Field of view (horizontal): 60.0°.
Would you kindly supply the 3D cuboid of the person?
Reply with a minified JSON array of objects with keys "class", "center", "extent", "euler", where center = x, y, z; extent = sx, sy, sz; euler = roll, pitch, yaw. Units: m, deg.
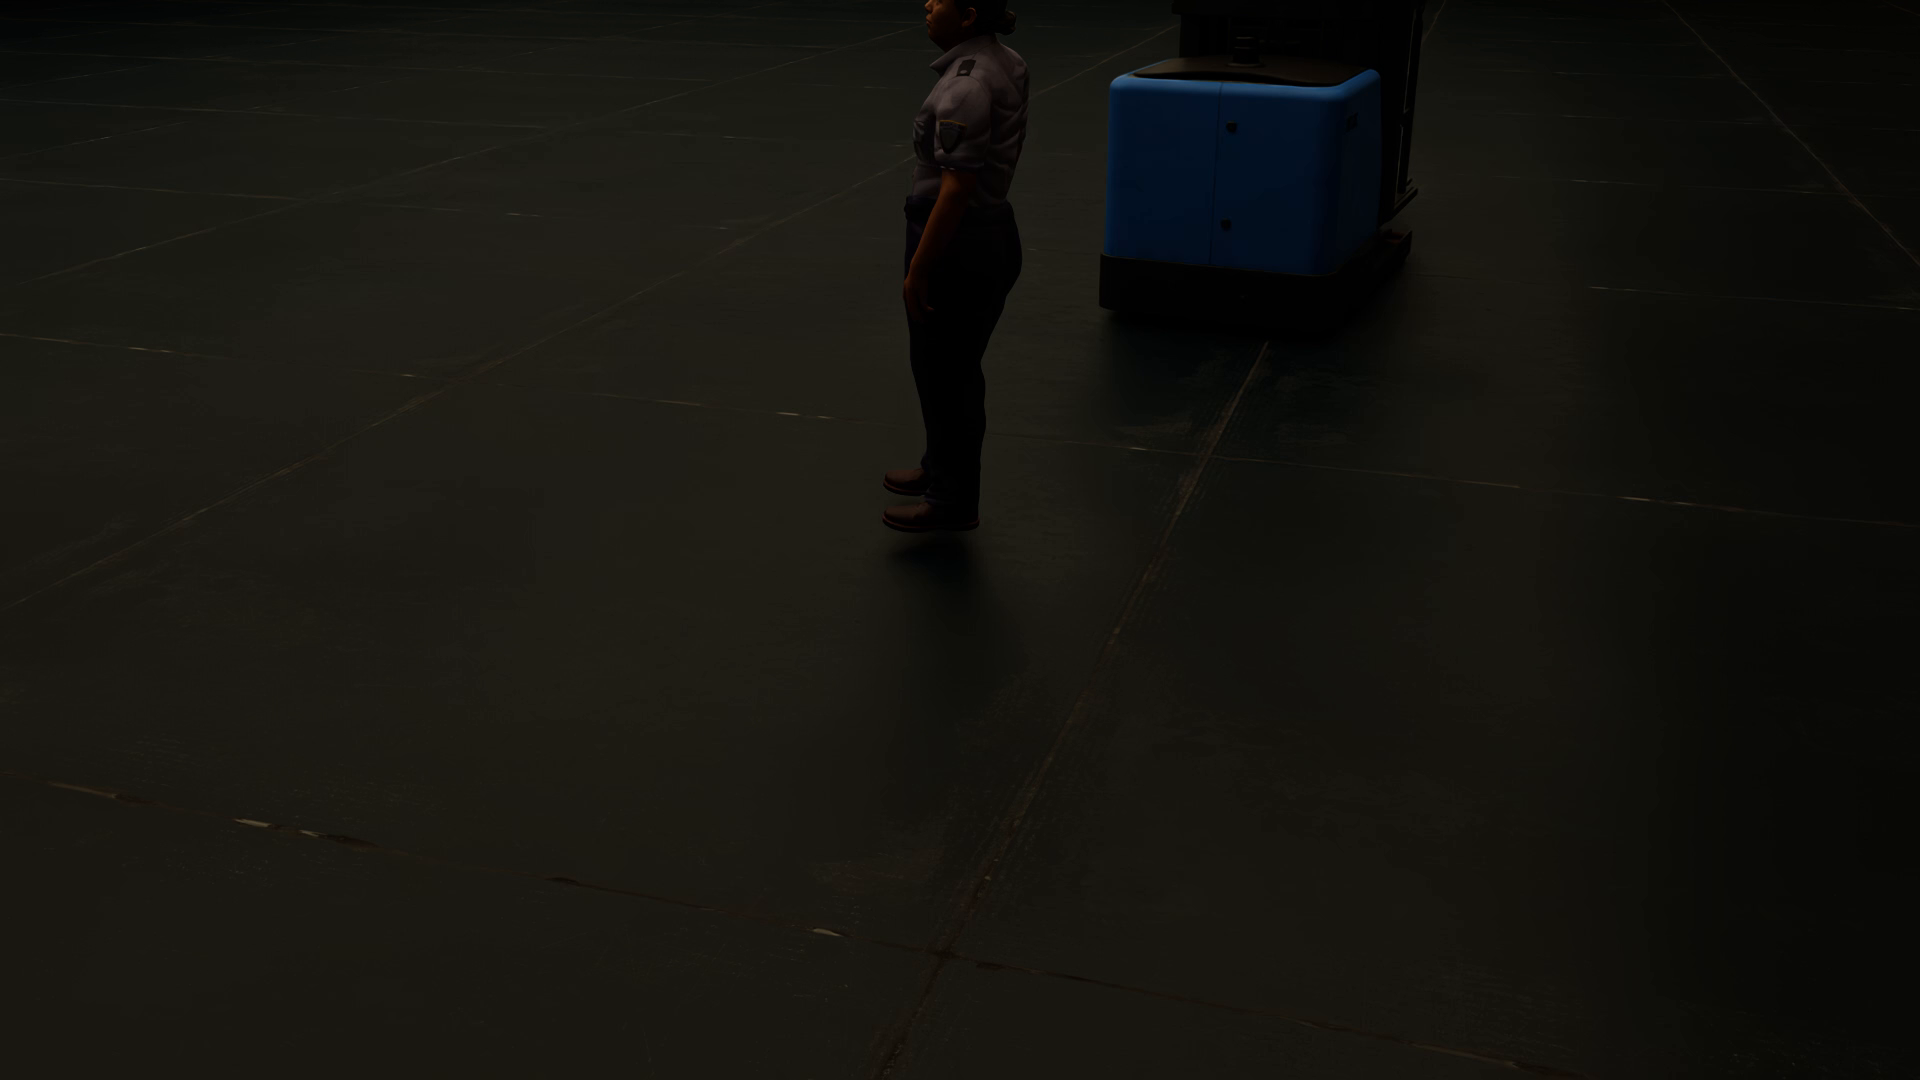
[{"class":"person","center":[-0.079,-0.824,4.834],"extent":[0.502,1.651,0.598],"euler":[7,23,16]}]

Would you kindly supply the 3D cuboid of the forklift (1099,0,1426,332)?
[{"class":"forklift","center":[1.687,-2.773,7.996],"extent":[1.130,2.935,3.031],"euler":[10,24,22]}]
